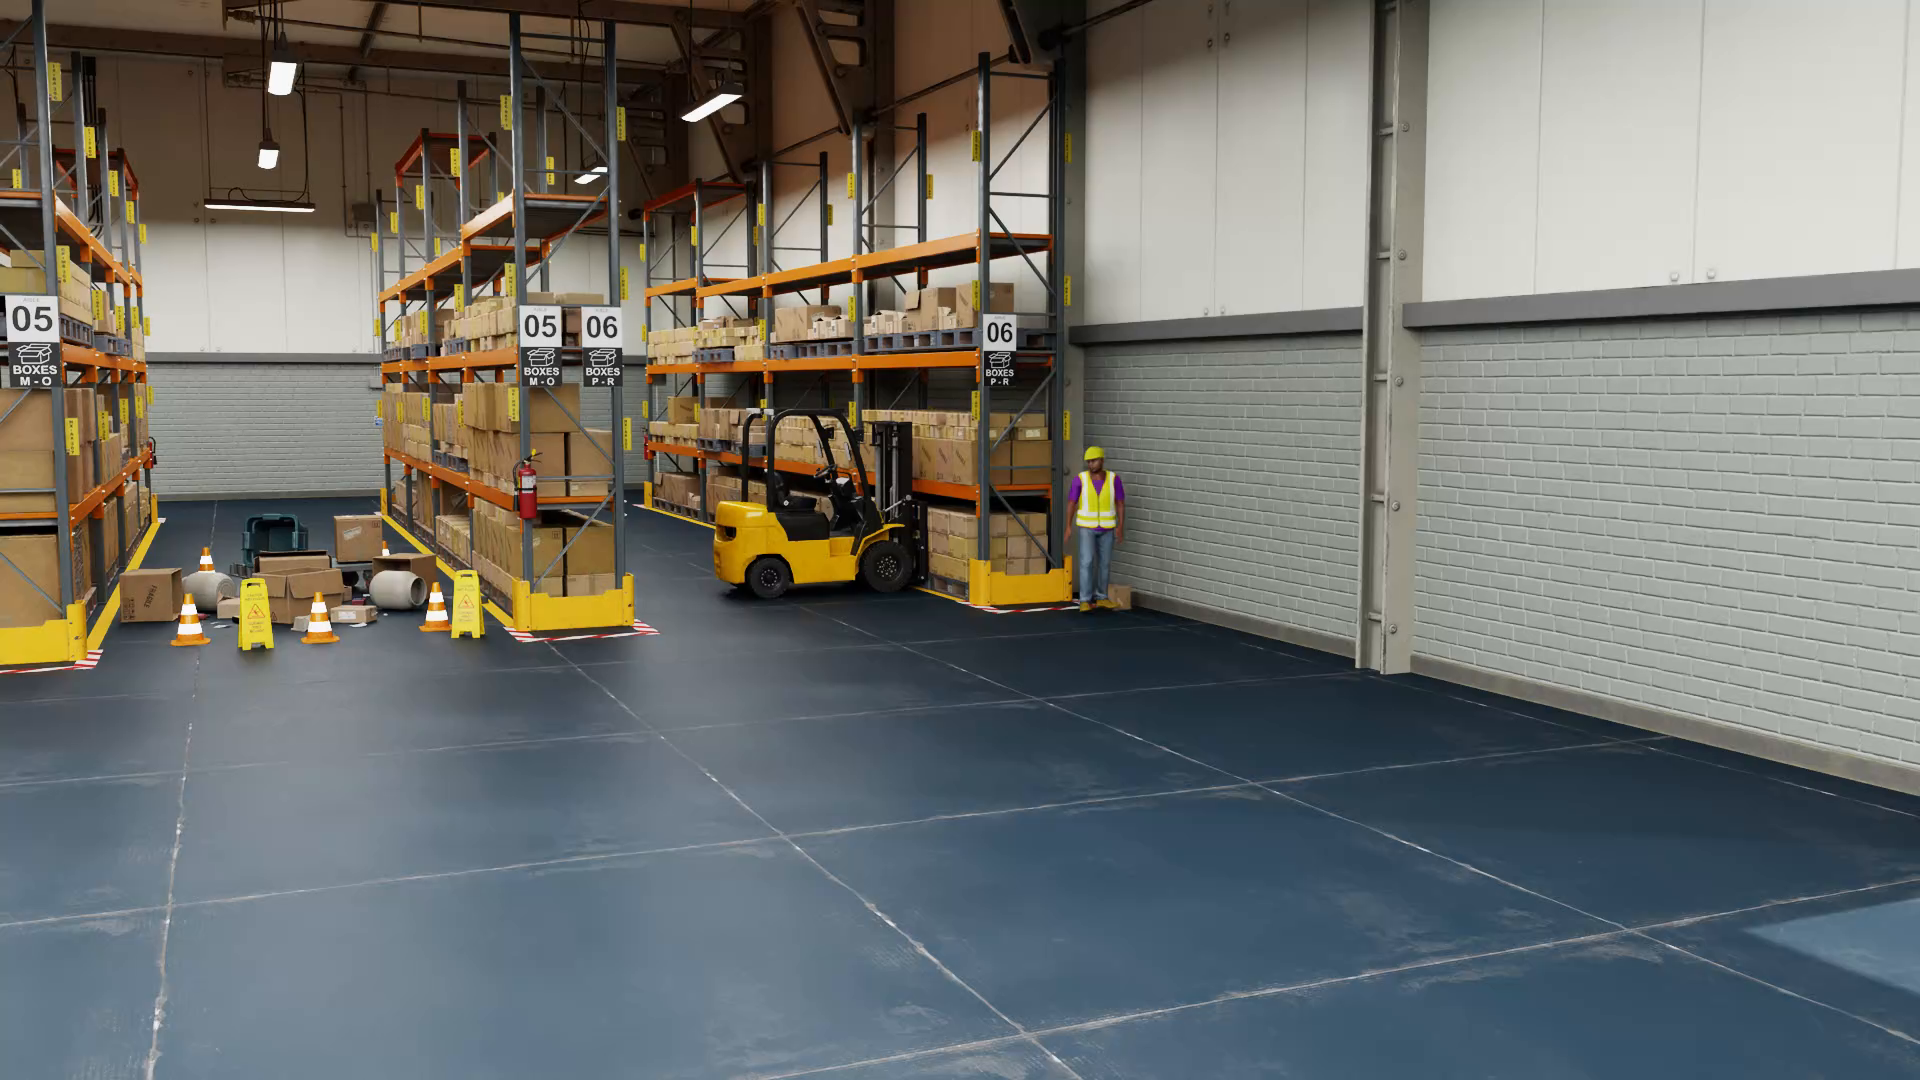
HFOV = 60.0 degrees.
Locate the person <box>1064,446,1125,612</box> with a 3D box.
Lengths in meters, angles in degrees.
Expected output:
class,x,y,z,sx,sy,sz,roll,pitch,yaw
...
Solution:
class,x,y,z,sx,sy,sz,roll,pitch,yaw
person,1.440,-0.118,17.715,0.647,1.766,0.607,-1,5,-7
